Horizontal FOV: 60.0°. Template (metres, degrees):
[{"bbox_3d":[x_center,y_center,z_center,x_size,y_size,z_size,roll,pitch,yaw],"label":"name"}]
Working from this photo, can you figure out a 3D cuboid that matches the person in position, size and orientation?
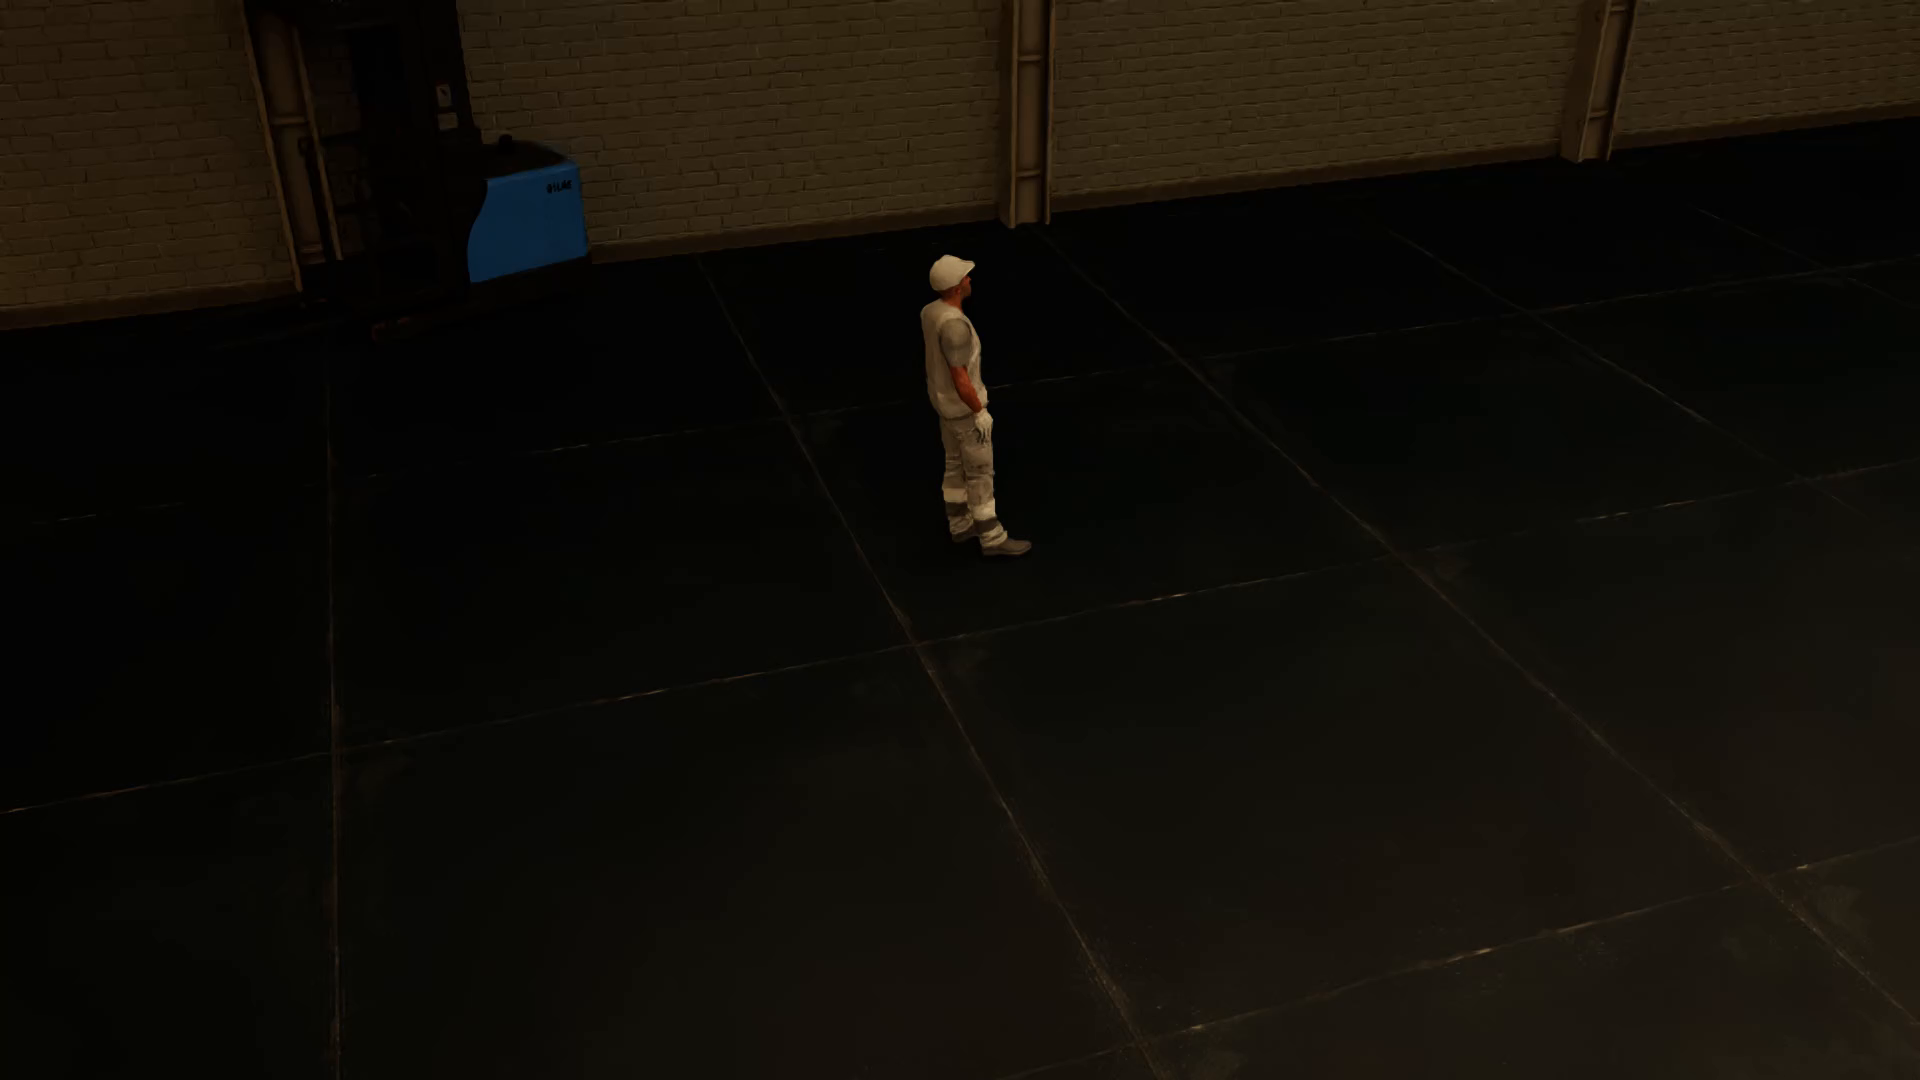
[{"bbox_3d":[0.080,-0.789,9.589,0.563,1.787,0.637,-10,31,-16],"label":"person"}]

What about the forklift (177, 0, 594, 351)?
[{"bbox_3d":[-4.453,-3.040,12.371,3.031,2.935,1.130,-22,36,-33],"label":"forklift"}]
